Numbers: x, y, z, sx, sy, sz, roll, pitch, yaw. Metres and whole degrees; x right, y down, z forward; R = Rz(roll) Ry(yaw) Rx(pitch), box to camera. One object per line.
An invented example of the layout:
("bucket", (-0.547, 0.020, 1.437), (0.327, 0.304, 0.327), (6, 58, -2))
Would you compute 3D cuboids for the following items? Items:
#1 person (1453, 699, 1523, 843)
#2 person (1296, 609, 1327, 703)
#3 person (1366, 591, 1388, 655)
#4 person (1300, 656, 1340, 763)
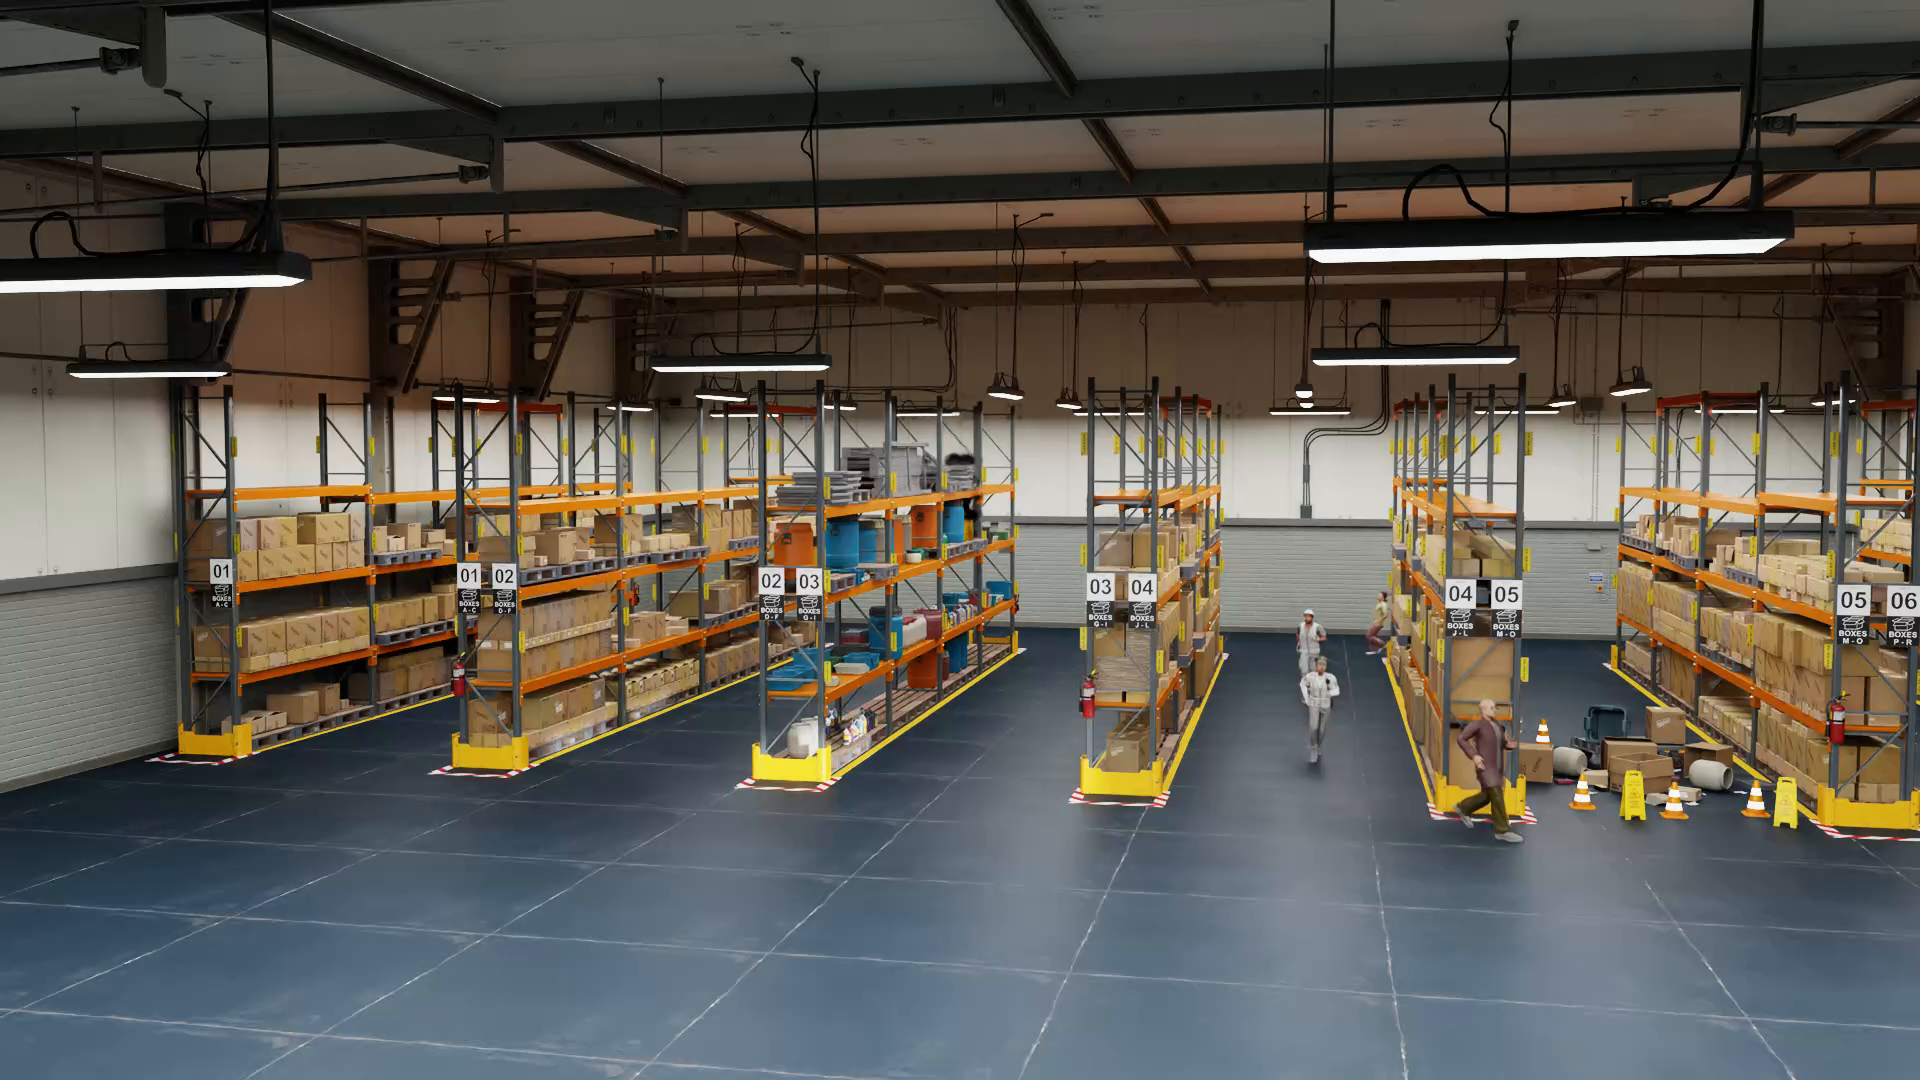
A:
("person", (6.734, 2.949, 21.222), (0.710, 1.666, 1.055), (-3, 4, -43))
("person", (6.916, 2.282, 32.785), (0.619, 1.849, 0.802), (1, 3, 17))
("person", (9.989, 1.997, 39.851), (0.505, 1.586, 0.658), (1, 3, 14))
("person", (5.737, 2.686, 26.495), (0.596, 1.715, 0.753), (0, 3, 5))
